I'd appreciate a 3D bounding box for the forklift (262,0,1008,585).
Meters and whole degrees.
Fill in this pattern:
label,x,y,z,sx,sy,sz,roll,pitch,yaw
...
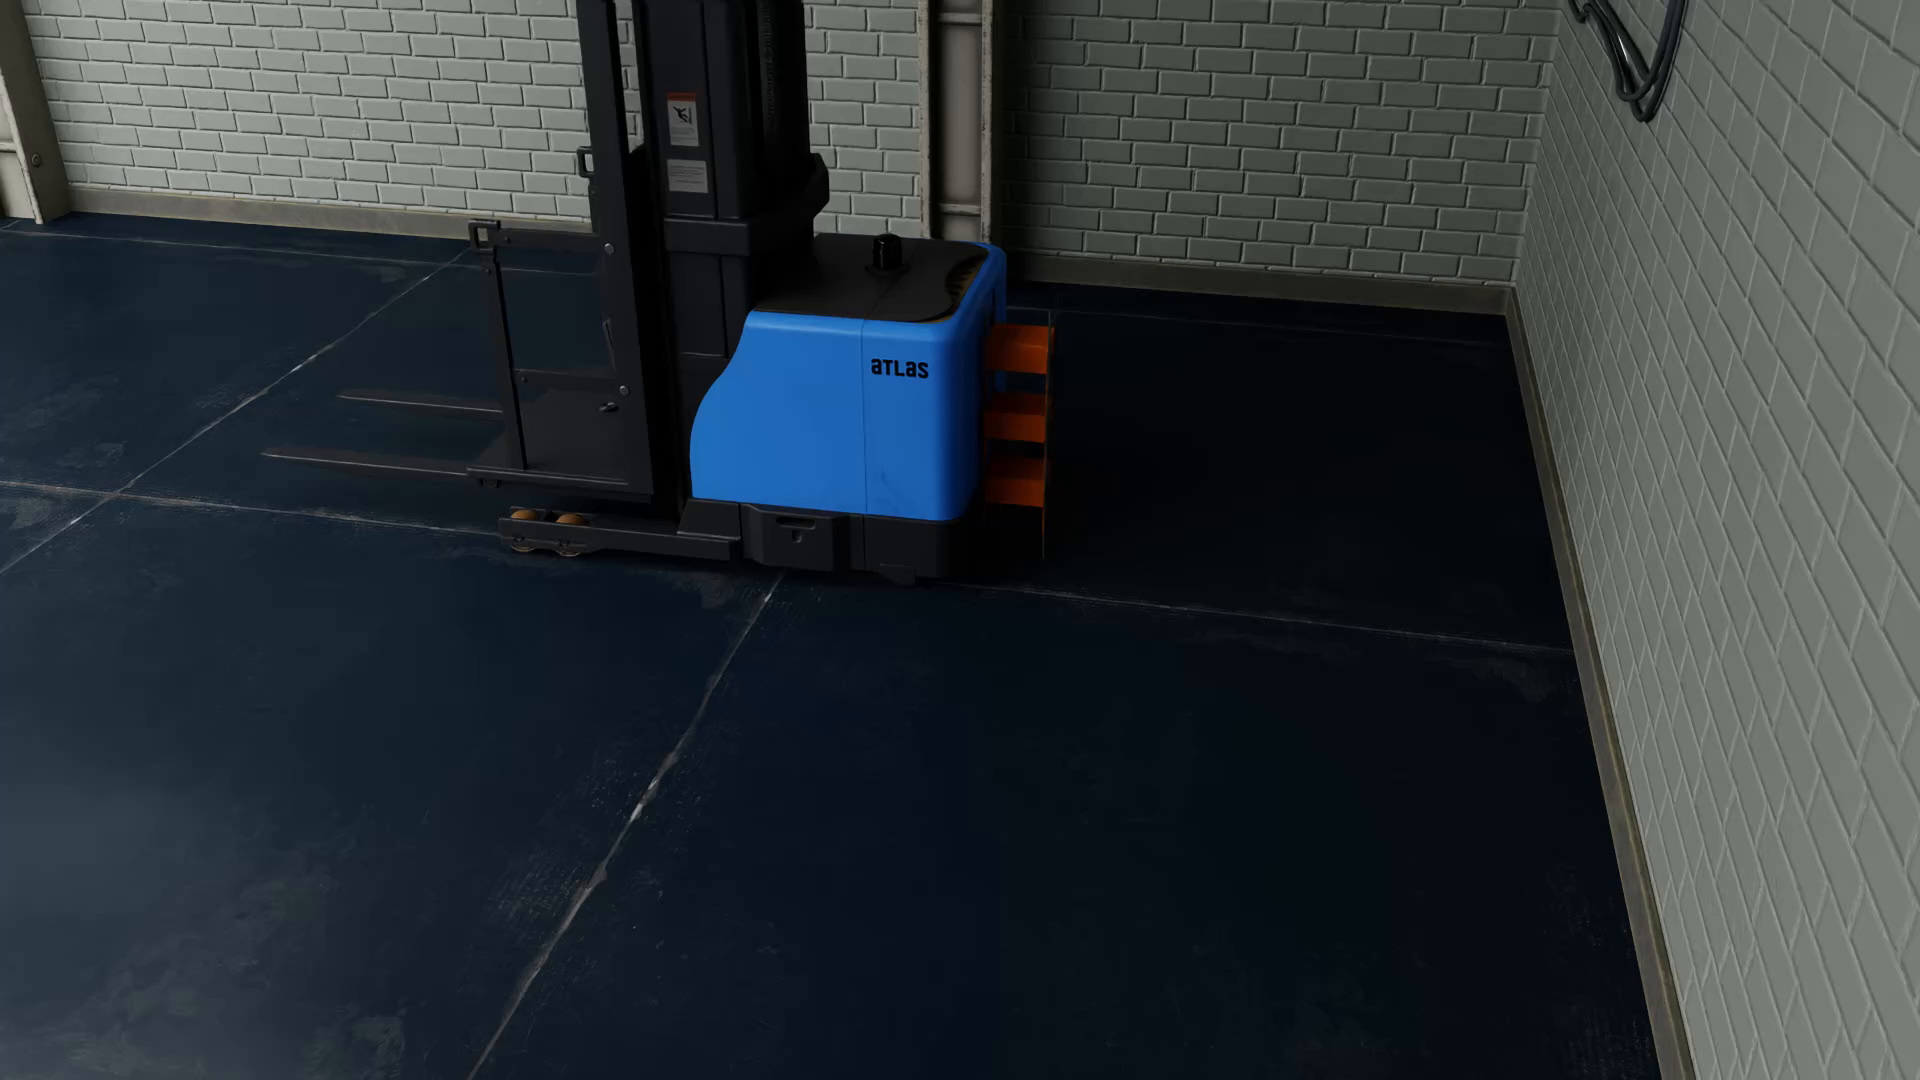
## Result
label,x,y,z,sx,sy,sz,roll,pitch,yaw
forklift,-1.368,-1.460,6.364,3.031,2.935,1.130,6,29,10

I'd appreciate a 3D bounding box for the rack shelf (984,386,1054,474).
label,x,y,z,sx,sy,sz,roll,pitch,yaw
rack shelf,0.230,-0.429,6.462,0.240,0.259,0.215,6,29,10

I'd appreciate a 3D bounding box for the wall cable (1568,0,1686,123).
label,x,y,z,sx,sy,sz,roll,pitch,yaw
wall cable,2.614,-3.122,6.316,0.112,2.526,3.097,6,29,11

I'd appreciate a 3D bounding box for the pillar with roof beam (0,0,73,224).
label,x,y,z,sx,sy,sz,roll,pitch,yaw
pillar with roof beam,-6.758,-3.981,4.650,0.400,9.000,9.100,6,29,11

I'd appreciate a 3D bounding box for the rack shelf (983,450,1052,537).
label,x,y,z,sx,sy,sz,roll,pitch,yaw
rack shelf,0.230,-0.185,6.595,0.240,0.259,0.215,6,29,10

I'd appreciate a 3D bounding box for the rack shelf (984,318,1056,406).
label,x,y,z,sx,sy,sz,roll,pitch,yaw
rack shelf,0.230,-0.678,6.326,0.240,0.259,0.215,6,29,10

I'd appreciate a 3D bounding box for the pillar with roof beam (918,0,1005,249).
label,x,y,z,sx,sy,sz,roll,pitch,yaw
pillar with roof beam,-0.890,-3.379,3.551,0.400,9.000,9.100,6,29,11

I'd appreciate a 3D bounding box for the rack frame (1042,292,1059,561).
label,x,y,z,sx,sy,sz,roll,pitch,yaw
rack frame,0.350,-0.426,6.435,0.008,1.050,0.200,6,29,10

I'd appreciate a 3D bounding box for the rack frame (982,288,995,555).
label,x,y,z,sx,sy,sz,roll,pitch,yaw
rack frame,0.111,-0.450,6.478,0.008,1.050,0.200,6,29,10

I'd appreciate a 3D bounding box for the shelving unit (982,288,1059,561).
label,x,y,z,sx,sy,sz,roll,pitch,yaw
shelving unit,0.230,-0.438,6.457,0.252,1.050,0.215,6,29,10
